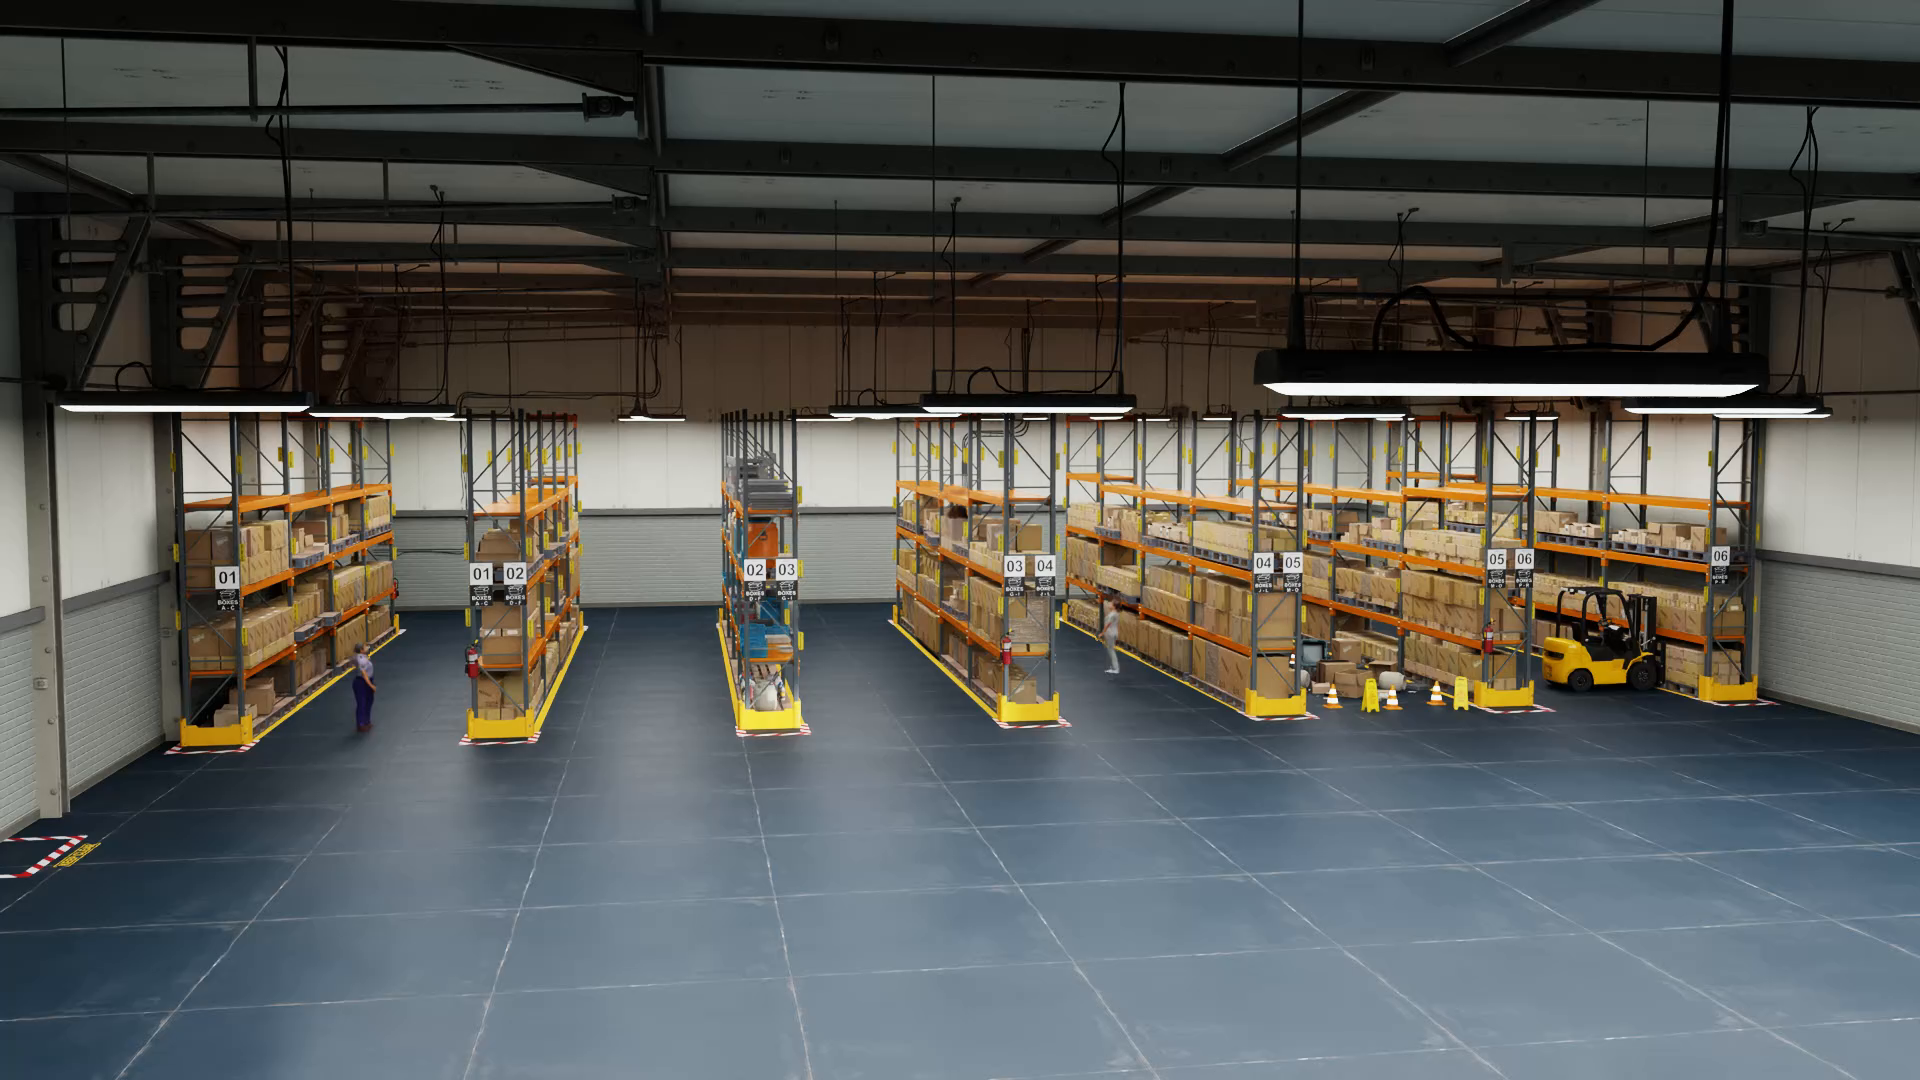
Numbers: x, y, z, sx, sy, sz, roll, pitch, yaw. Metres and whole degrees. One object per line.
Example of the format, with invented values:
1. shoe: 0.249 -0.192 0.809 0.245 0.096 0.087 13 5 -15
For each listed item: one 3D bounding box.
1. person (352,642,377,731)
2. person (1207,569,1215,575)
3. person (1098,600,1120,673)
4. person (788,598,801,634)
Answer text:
1. person: -11.090 2.743 31.125 0.510 1.689 0.635 0 4 5
2. person: 6.871 1.649 45.847 0.483 1.775 0.584 0 4 -6
3. person: 3.362 2.195 37.296 0.521 1.703 0.497 3 5 39
4. person: -4.602 1.764 45.342 0.470 1.604 0.426 2 4 23
